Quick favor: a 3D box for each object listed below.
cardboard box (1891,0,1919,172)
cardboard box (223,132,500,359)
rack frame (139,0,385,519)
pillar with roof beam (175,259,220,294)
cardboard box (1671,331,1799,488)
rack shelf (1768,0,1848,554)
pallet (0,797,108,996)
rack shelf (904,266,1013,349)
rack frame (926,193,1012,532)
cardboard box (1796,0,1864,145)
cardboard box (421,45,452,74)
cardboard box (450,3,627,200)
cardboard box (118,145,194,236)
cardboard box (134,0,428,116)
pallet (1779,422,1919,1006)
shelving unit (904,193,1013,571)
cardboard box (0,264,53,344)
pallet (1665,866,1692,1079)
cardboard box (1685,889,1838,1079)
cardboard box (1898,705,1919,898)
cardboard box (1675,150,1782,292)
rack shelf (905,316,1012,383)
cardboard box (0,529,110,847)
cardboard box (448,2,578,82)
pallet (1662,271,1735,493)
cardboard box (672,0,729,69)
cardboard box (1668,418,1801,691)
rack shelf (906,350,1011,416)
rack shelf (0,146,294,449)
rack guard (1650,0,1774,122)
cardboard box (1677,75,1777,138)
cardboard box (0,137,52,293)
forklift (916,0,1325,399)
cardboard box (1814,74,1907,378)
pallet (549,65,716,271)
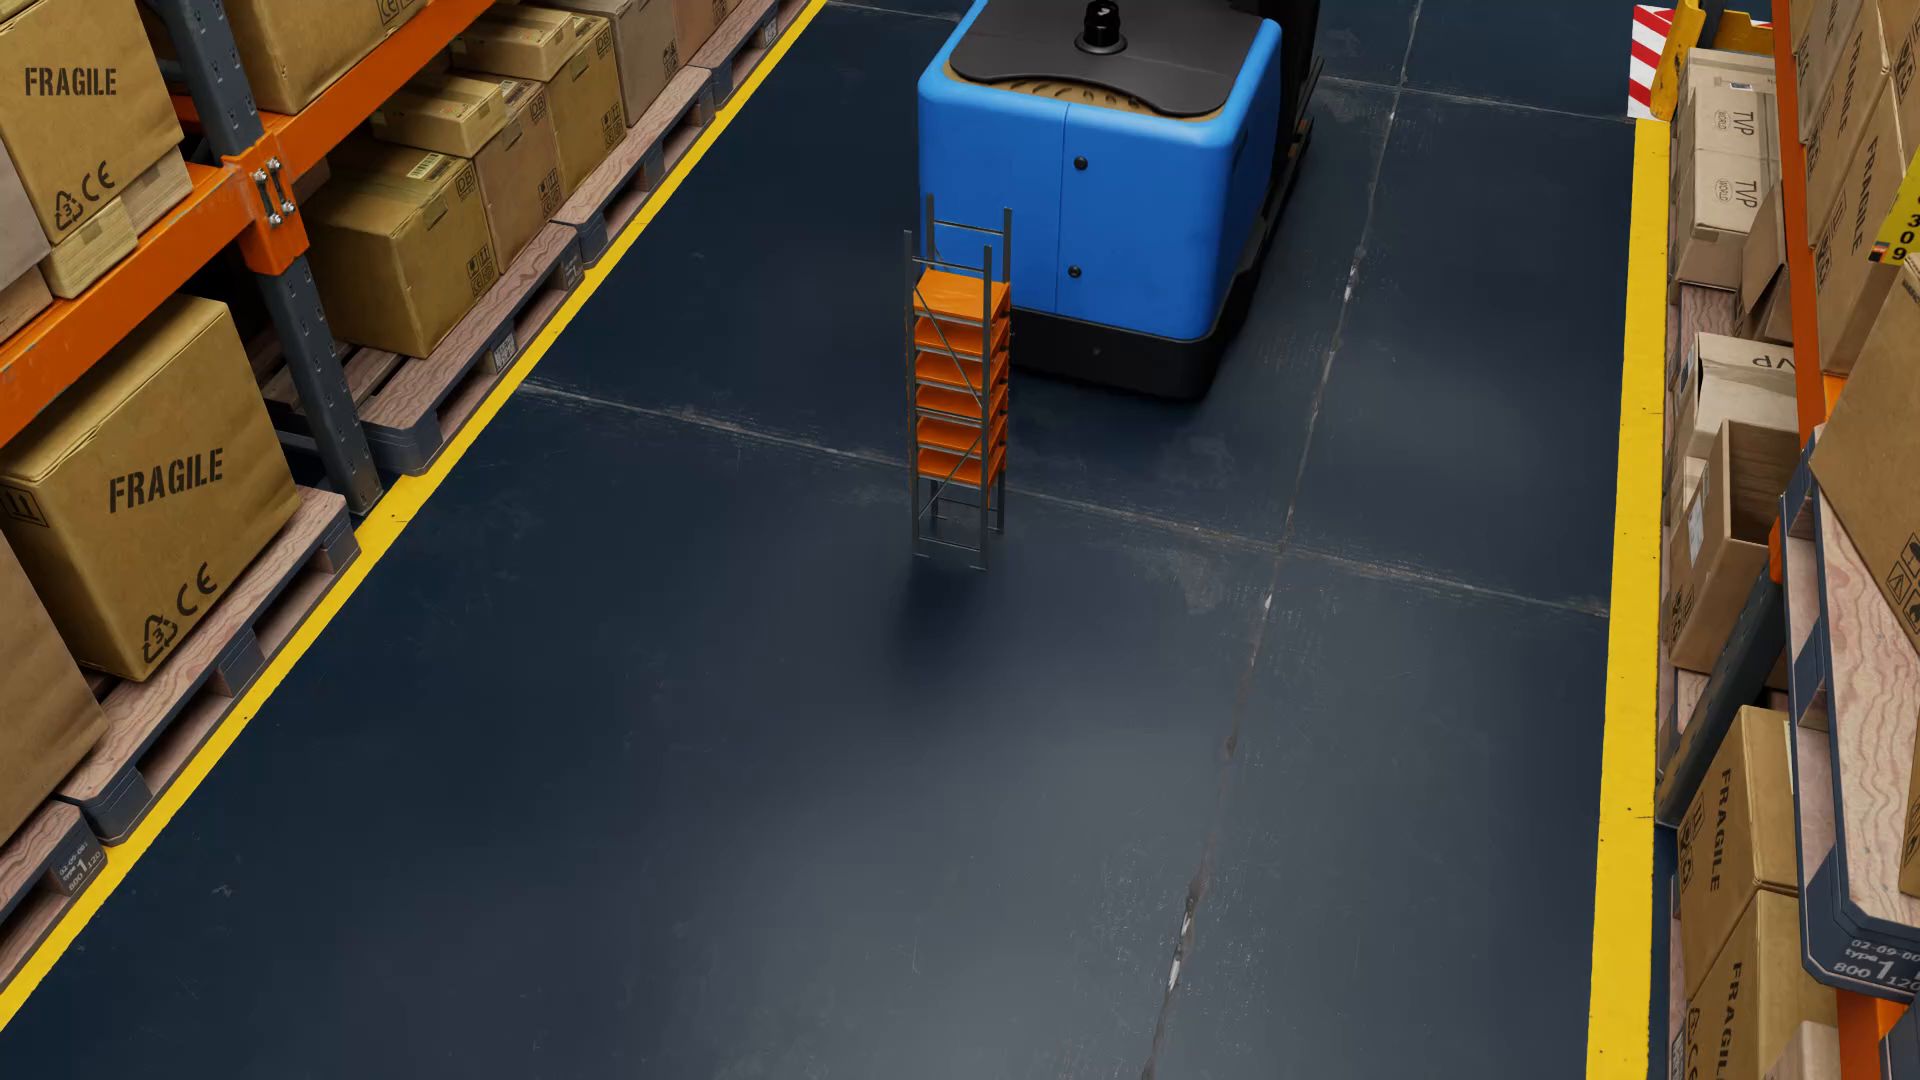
[{"bbox_3d":[2.265,-1.025,3.367,0.500,0.500,0.500,13,46,13],"label":"cardboard box"},{"bbox_3d":[-2.039,-1.020,5.635,0.700,0.500,0.500,13,46,13],"label":"cardboard box"},{"bbox_3d":[-2.363,-1.287,4.420,1.000,3.000,0.127,13,46,13],"label":"rack frame"},{"bbox_3d":[1.127,-3.169,2.055,9.100,9.000,0.400,13,46,13],"label":"pillar with roof beam"},{"bbox_3d":[2.488,-0.376,5.098,0.500,0.311,0.500,13,46,13],"label":"cardboard box"},{"bbox_3d":[2.965,-1.316,4.965,1.077,0.370,4.000,13,46,13],"label":"rack shelf"},{"bbox_3d":[-2.893,1.056,4.020,1.003,0.211,1.213,13,46,13],"label":"pallet"},{"bbox_3d":[-0.004,-0.645,4.600,0.258,0.103,0.180,13,46,13],"label":"rack shelf"},{"bbox_3d":[0.023,-0.480,4.883,0.240,1.200,0.006,13,46,13],"label":"rack frame"},{"bbox_3d":[2.574,-1.350,4.414,0.500,0.500,0.500,14,46,13],"label":"cardboard box"},{"bbox_3d":[-2.035,-1.725,5.891,0.380,0.149,0.250,11,45,11],"label":"cardboard box"},{"bbox_3d":[-1.726,-1.696,6.326,0.700,0.500,0.500,14,46,13],"label":"cardboard box"},{"bbox_3d":[-2.196,-0.919,4.210,0.380,0.149,0.250,13,46,13],"label":"cardboard box"},{"bbox_3d":[-2.183,-1.752,4.682,0.980,0.700,0.700,13,46,13],"label":"cardboard box"},{"bbox_3d":[2.013,0.338,2.897,1.003,0.211,1.213,13,46,13],"label":"pallet"},{"bbox_3d":[-0.004,-0.419,4.820,0.258,1.200,0.189,13,46,13],"label":"shelving unit"},{"bbox_3d":[-2.371,-0.583,3.866,0.380,0.149,0.250,14,46,14],"label":"cardboard box"},{"bbox_3d":[2.149,1.307,3.764,1.003,0.211,1.213,13,46,13],"label":"pallet"},{"bbox_3d":[1.829,1.125,3.429,0.500,0.500,0.500,13,46,13],"label":"cardboard box"},{"bbox_3d":[1.855,0.314,2.413,0.700,0.500,0.500,19,48,19],"label":"cardboard box"},{"bbox_3d":[2.832,-1.112,5.893,0.500,0.250,0.500,13,46,13],"label":"cardboard box"},{"bbox_3d":[-0.004,-0.559,4.684,0.258,0.103,0.180,13,46,13],"label":"rack shelf"},{"bbox_3d":[-2.703,0.385,3.948,0.750,0.750,0.750,14,46,14],"label":"cardboard box"},{"bbox_3d":[-1.604,-1.790,5.958,0.380,0.149,0.250,11,46,11],"label":"cardboard box"},{"bbox_3d":[2.936,-0.517,5.627,1.003,0.211,1.213,13,46,13],"label":"pallet"},{"bbox_3d":[-1.420,-2.389,7.033,0.700,0.500,0.500,12,46,12],"label":"cardboard box"},{"bbox_3d":[2.261,0.056,4.521,0.500,0.500,0.500,13,46,13],"label":"cardboard box"},{"bbox_3d":[-0.004,-0.473,4.768,0.258,0.103,0.180,13,46,13],"label":"rack shelf"},{"bbox_3d":[-2.969,0.303,3.310,1.077,0.370,4.000,13,46,13],"label":"rack shelf"},{"bbox_3d":[3.547,-1.962,6.898,1.175,0.500,0.348,13,46,13],"label":"rack guard"},{"bbox_3d":[3.040,-1.678,6.531,0.380,0.166,0.250,13,46,13],"label":"cardboard box"},{"bbox_3d":[-2.408,-0.733,3.556,0.500,0.500,0.500,13,46,13],"label":"cardboard box"},{"bbox_3d":[0.814,-2.574,5.785,1.130,2.935,3.031,14,46,14],"label":"forklift"},{"bbox_3d":[2.266,-0.664,3.712,0.500,0.500,0.500,13,46,13],"label":"cardboard box"},{"bbox_3d":[-1.691,-1.596,6.731,1.003,0.211,1.213,13,46,12],"label":"pallet"}]
